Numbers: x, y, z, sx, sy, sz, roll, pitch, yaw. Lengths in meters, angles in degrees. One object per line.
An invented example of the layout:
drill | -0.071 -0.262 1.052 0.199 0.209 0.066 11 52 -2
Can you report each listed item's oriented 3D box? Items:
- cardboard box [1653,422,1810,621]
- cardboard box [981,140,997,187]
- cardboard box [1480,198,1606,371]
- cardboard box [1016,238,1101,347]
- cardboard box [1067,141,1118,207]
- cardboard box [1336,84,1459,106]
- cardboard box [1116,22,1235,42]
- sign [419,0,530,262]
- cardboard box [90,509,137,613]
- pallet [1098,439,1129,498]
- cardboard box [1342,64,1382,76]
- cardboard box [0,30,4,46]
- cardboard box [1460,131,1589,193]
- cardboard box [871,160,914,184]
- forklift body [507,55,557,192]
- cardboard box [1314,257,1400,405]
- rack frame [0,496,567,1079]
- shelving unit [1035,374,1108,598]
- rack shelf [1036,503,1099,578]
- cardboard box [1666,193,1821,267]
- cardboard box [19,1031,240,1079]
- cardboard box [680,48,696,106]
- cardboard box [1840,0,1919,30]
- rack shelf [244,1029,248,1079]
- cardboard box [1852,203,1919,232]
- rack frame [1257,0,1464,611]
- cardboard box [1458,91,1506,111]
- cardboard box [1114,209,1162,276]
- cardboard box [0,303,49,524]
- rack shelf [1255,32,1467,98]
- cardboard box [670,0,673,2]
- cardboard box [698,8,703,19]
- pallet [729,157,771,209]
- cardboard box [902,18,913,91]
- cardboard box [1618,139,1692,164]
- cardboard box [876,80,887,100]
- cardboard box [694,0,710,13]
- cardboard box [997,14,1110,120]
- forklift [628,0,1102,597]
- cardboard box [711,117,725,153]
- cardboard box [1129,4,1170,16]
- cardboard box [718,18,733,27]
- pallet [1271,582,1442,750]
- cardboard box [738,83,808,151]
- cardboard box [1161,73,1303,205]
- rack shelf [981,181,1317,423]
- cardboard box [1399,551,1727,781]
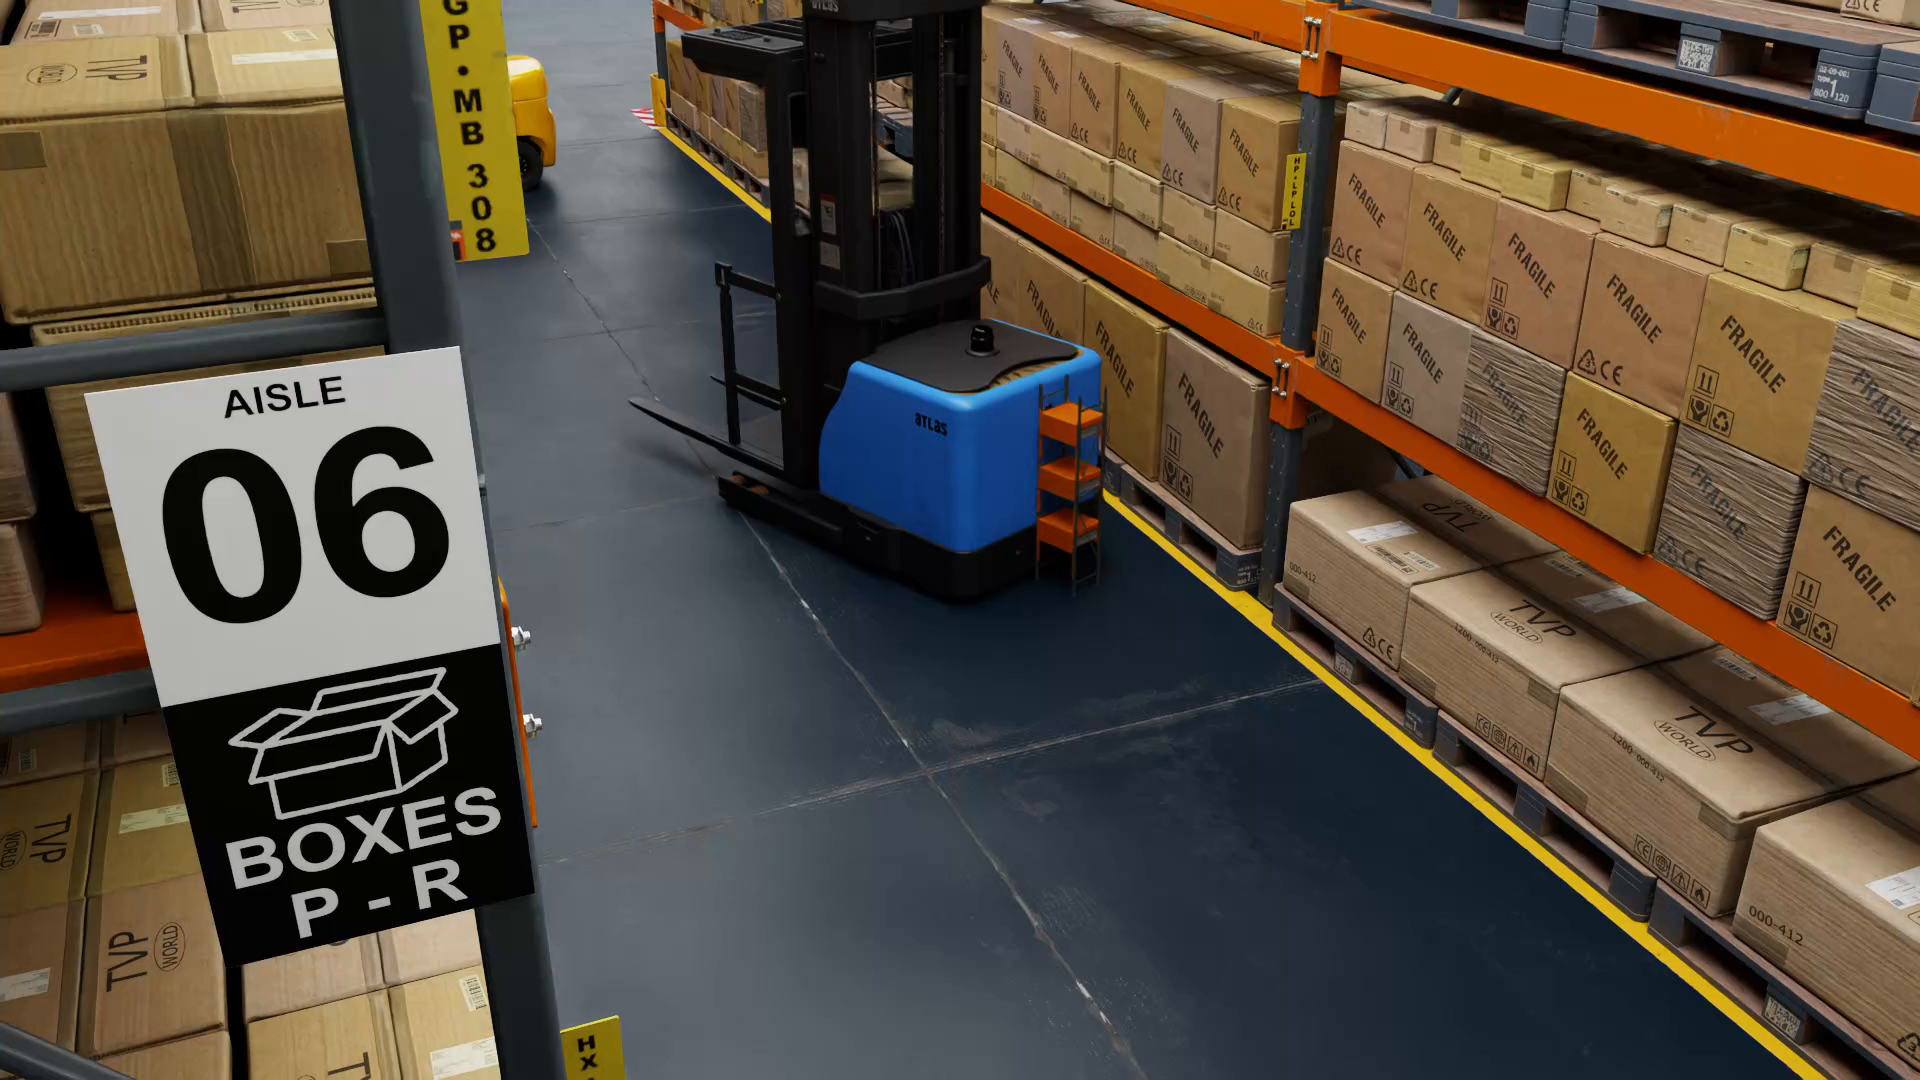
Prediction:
cardboard box | 2.680 -0.106 5.434 0.500 0.500 0.500 -10 28 -19
cardboard box | 0.333 -2.422 10.462 0.500 0.250 0.500 -11 28 -21
cardboard box | 2.285 -0.962 6.047 0.500 0.500 0.500 -10 28 -20
cardboard box | 0.913 -1.310 9.957 0.875 0.875 0.875 -10 28 -20
cardboard box | 0.916 -2.021 9.072 0.500 0.250 0.500 -10 28 -20
cardboard box | 2.032 -1.836 7.839 0.500 0.500 0.500 -10 28 -20
cardboard box | 1.213 -2.653 9.511 0.500 0.500 0.500 -11 28 -21
sign | -0.561 -0.480 1.899 0.100 0.325 0.005 -11 28 -21
cardboard box | -0.971 -0.050 2.300 0.380 0.149 0.250 -10 28 -20
pallet | 1.086 -0.654 9.849 1.003 0.211 1.213 -11 28 -21
cardboard box | 3.648 -4.179 15.975 1.050 0.750 0.750 -11 28 -21
cardboard box | -1.694 -0.626 2.457 0.500 0.250 0.500 -11 28 -22
cardboard box | 2.119 -1.421 6.249 0.380 0.149 0.250 -11 28 -21
cardboard box | -0.701 -2.852 13.688 0.950 0.372 0.625 -9 27 -17
forklift body | -4.904 -4.272 15.048 2.313 2.155 1.214 -11 28 -21
cardboard box | 1.882 -0.926 7.113 0.500 0.500 0.500 -10 28 -19
rack frame | -1.060 1.354 2.558 1.000 3.000 0.127 -11 28 -21
shelving unit | 0.536 -0.257 8.080 0.252 1.050 0.215 24 35 39
rack shelf | 0.536 0.002 8.206 0.240 0.259 0.215 24 35 39
cardboard box | 2.545 -1.011 5.410 0.380 0.149 0.250 -10 28 -19
cardboard box | -1.484 1.148 2.812 0.500 0.250 0.500 -10 28 -19
cardboard box | -2.480 -4.657 16.669 0.500 0.500 0.500 -12 28 -23
cardboard box | 2.966 -1.655 4.810 0.500 0.311 0.500 -10 28 -20
rack shelf | -1.843 0.870 4.369 1.077 0.370 4.000 -11 28 -21
cardboard box | 3.127 -1.003 5.393 0.380 0.149 0.250 -10 28 -20
rack frame | 1.939 -1.115 7.615 1.000 3.000 0.127 -11 28 -21
cardboard box | 2.353 -1.831 7.089 0.380 0.149 0.250 -11 28 -22
cardboard box | 1.153 -1.598 8.776 0.500 0.250 0.500 -11 28 -22
cardboard box | -1.484 -0.193 2.139 0.500 0.250 0.500 -11 28 -22
rack shelf | 4.105 -4.105 14.559 1.077 0.370 4.000 -11 28 -21
cardboard box | -2.817 -5.674 17.238 0.380 0.149 0.250 -10 28 -20
cardboard box | -2.328 -5.148 16.161 0.380 0.149 0.250 -10 28 -19
pallet | -1.489 -3.357 15.384 1.003 0.211 1.213 -11 28 -21
cardboard box | -0.061 -3.233 11.021 0.500 0.500 0.500 -11 28 -22
cardboard box | 2.692 -1.410 6.226 0.380 0.149 0.250 -11 28 -21
cardboard box | -0.375 -3.190 11.673 0.380 0.149 0.250 -12 28 -23
cardboard box | -2.217 -5.281 15.695 0.500 0.500 0.500 -11 28 -22
cardboard box | 0.544 -2.784 9.781 0.500 0.500 0.500 -10 28 -20
forklift | -0.681 -1.589 8.663 3.031 2.935 1.130 24 35 39
cardboard box | -2.085 -3.910 15.994 0.500 0.250 0.500 -10 28 -20
cardboard box | 2.428 -5.468 18.472 0.875 0.875 0.875 -11 28 -21
cardboard box | -2.001 -4.719 15.282 0.380 0.149 0.250 -11 28 -21
pallet | 2.165 0.458 7.571 1.003 0.211 1.213 -11 28 -21
cardboard box | -1.672 -3.828 14.971 0.500 0.500 0.500 -11 28 -21
cardboard box | 1.324 -1.954 8.080 0.500 0.500 0.500 -10 28 -20
rack shelf | 1.156 -1.599 9.427 1.077 0.370 4.000 -11 28 -21
cardboard box | 2.438 0.481 6.788 0.875 0.438 0.875 -11 28 -22
